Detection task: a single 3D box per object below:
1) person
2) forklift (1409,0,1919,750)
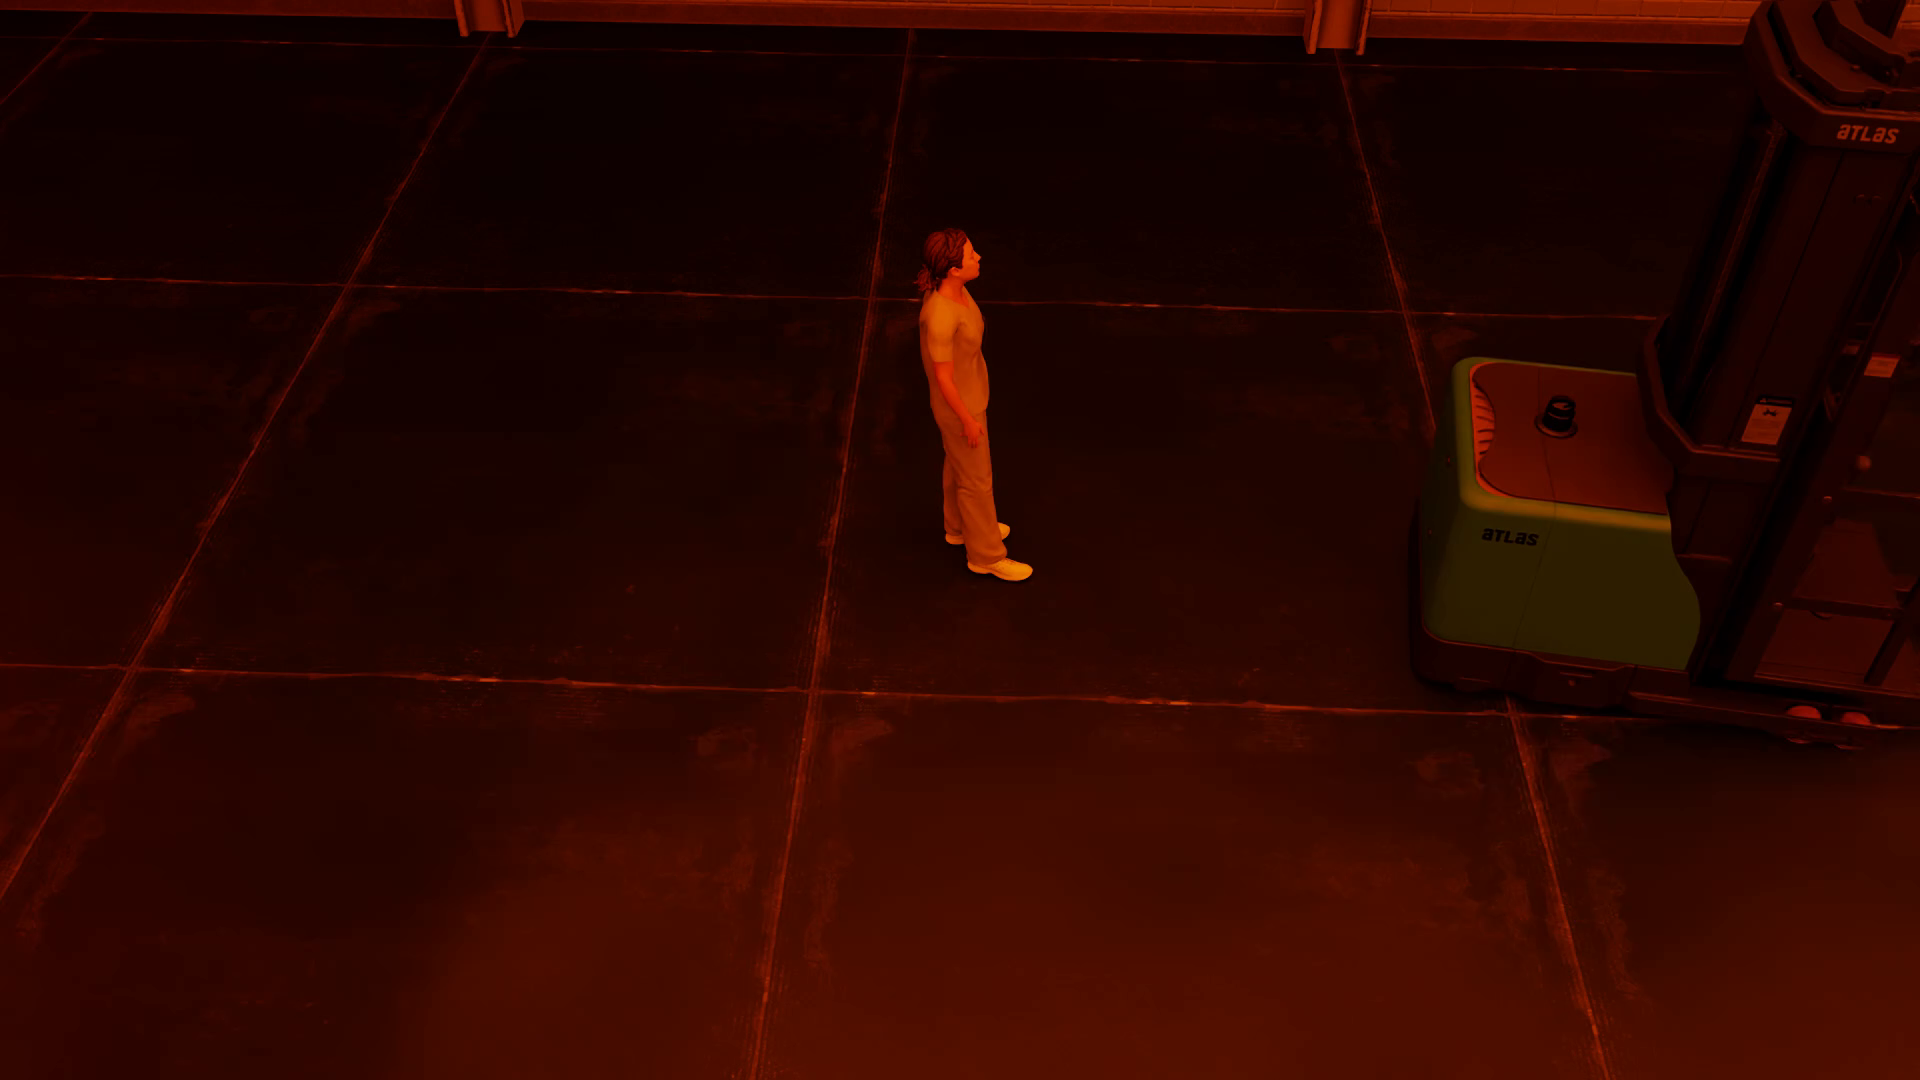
[{"bbox_3d":[0.073,-0.609,7.337,0.548,1.663,0.549,2,42,2],"label":"person"},{"bbox_3d":[3.529,-0.595,6.394,3.031,2.935,1.130,7,43,8],"label":"forklift"}]
